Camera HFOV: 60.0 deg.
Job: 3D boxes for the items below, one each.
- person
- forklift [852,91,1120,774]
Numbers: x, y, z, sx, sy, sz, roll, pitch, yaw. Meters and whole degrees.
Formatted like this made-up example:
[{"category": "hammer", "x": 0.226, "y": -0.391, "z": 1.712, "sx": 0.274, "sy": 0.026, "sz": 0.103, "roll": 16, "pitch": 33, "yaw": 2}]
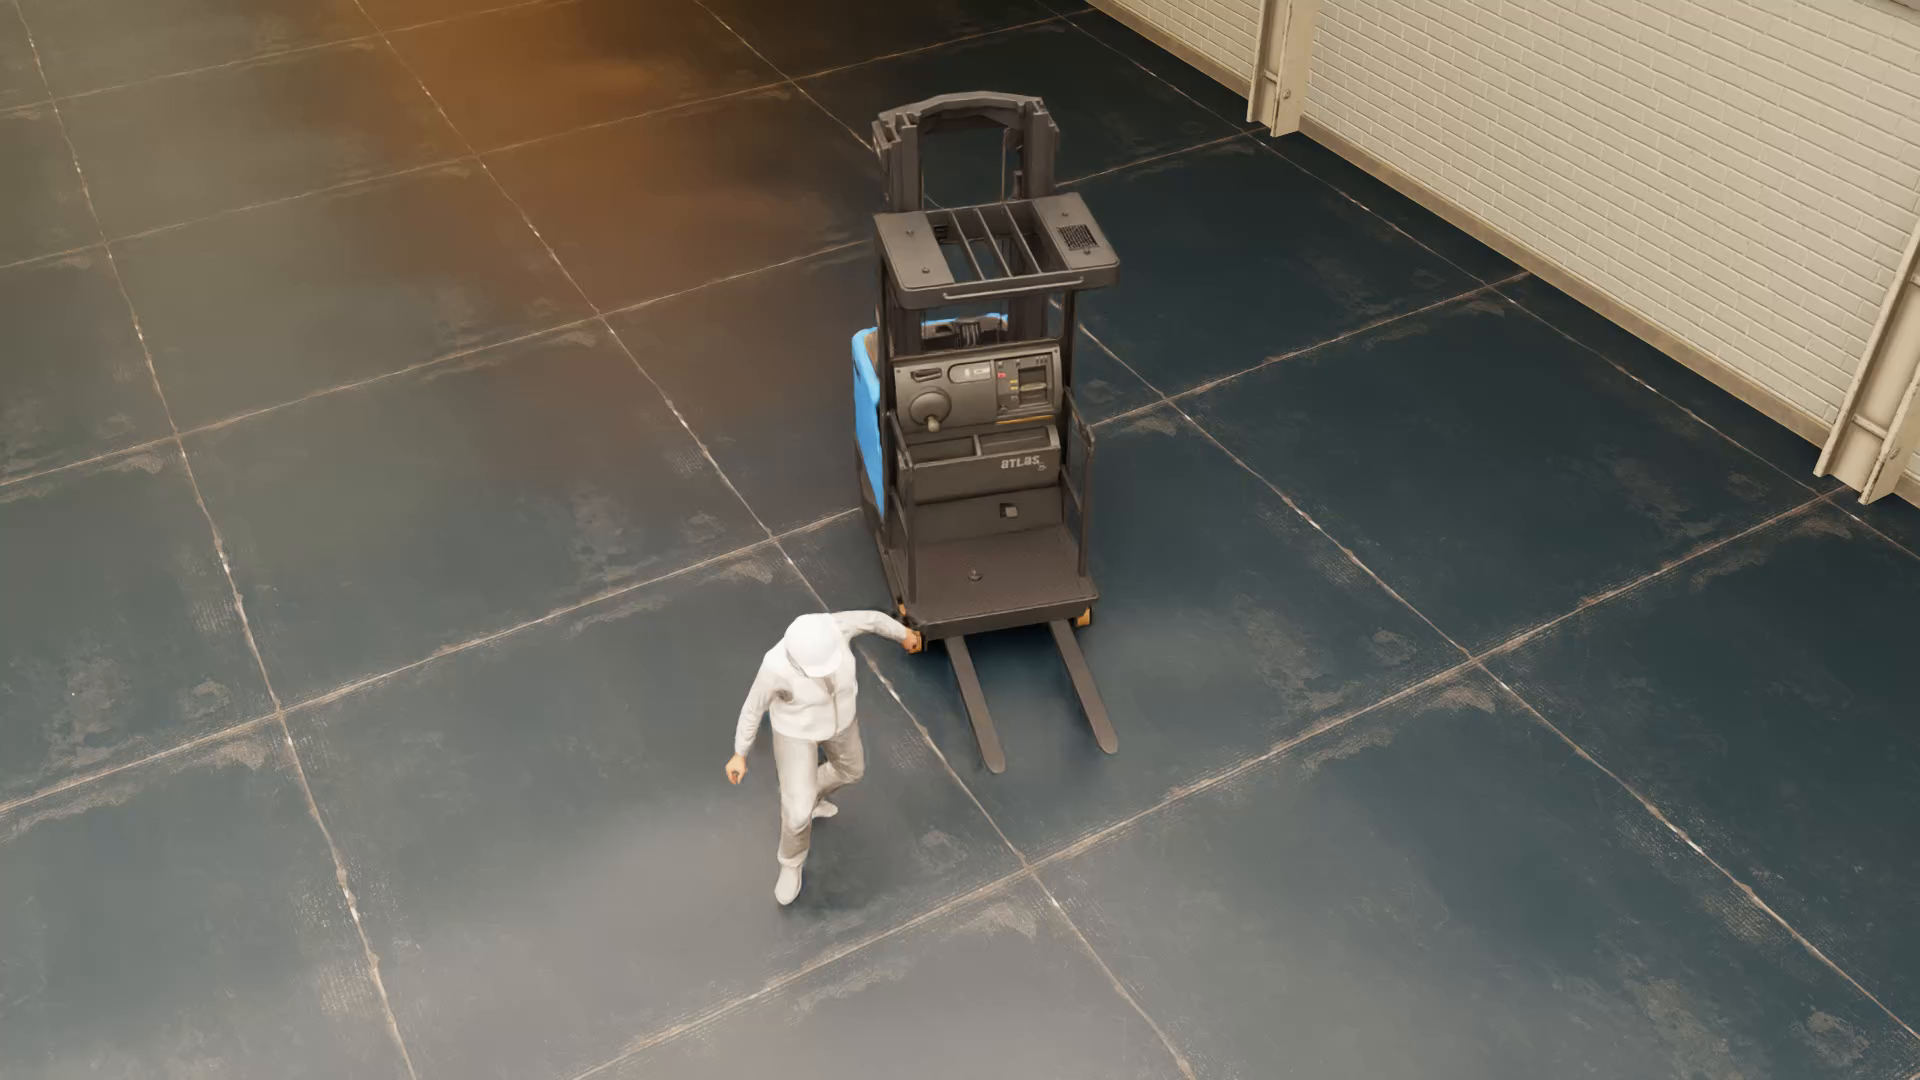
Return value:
[{"category": "person", "x": -0.627, "y": 0.855, "z": 8.048, "sx": 1.121, "sy": 1.684, "sz": 0.573, "roll": -32, "pitch": 49, "yaw": -33}, {"category": "forklift", "x": 0.153, "y": -0.747, "z": 8.937, "sx": 1.130, "sy": 2.935, "sz": 3.031, "roll": -8, "pitch": 40, "yaw": -10}]
